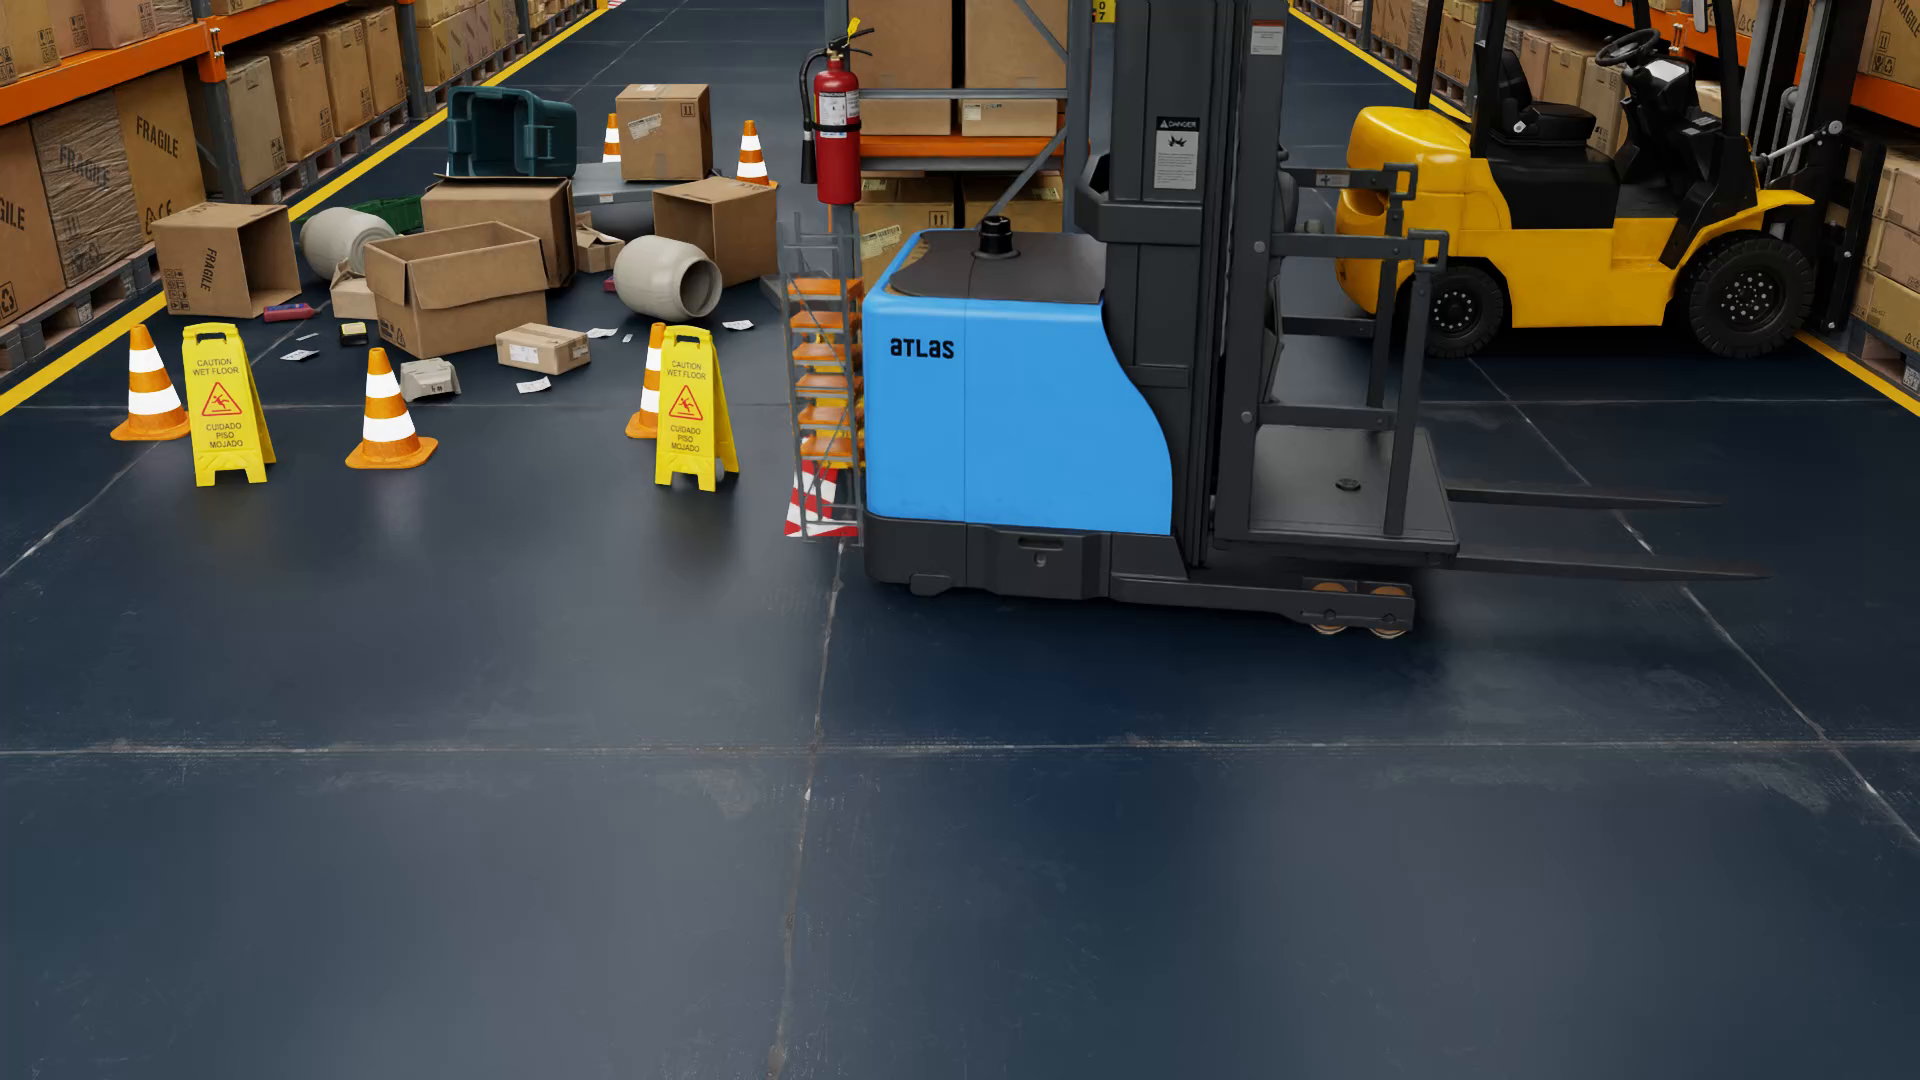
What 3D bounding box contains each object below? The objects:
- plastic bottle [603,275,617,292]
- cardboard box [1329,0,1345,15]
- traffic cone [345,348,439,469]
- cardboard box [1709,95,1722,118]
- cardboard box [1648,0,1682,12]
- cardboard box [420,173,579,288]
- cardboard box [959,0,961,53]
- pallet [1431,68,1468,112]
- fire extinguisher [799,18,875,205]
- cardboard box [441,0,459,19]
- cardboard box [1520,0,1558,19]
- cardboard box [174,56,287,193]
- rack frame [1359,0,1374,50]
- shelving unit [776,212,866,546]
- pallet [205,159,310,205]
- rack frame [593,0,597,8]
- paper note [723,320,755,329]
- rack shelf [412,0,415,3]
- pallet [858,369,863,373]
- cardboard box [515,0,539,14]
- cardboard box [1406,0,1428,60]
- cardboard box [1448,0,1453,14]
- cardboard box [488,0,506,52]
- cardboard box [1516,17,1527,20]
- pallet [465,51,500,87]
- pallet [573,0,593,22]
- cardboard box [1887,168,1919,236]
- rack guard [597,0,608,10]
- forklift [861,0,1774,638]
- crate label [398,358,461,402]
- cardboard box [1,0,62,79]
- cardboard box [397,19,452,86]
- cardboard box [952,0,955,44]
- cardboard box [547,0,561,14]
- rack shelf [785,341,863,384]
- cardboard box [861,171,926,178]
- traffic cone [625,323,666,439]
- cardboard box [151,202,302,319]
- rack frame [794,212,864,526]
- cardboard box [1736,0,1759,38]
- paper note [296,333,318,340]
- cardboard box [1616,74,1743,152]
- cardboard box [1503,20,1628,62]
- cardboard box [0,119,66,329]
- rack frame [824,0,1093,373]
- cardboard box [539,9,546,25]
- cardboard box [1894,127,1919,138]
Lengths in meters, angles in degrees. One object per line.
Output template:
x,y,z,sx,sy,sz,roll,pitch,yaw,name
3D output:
-1.911,-1.474,9.434,0.133,0.061,0.283,4,25,9,plastic bottle
4.677,-6.341,19.155,0.700,0.500,0.500,-1,24,-3,cardboard box
-2.407,-0.575,6.960,0.336,0.463,0.334,0,24,-1,traffic cone
4.601,-2.359,9.440,0.500,0.250,0.500,0,24,0,cardboard box
4.647,-3.515,10.564,0.500,0.250,0.500,0,24,1,cardboard box
-2.575,-1.727,9.293,0.797,0.637,0.503,0,24,-1,cardboard box
0.251,-2.506,7.668,0.500,0.500,0.500,-1,24,-2,cardboard box
4.900,-4.062,14.976,1.003,0.211,1.213,0,24,-1,pallet
-0.465,-1.620,6.286,0.296,0.674,0.183,0,24,-1,fire extinguisher
-4.813,-4.826,14.893,0.500,0.250,0.500,-1,24,-1,cardboard box
5.200,-4.699,14.736,0.380,0.149,0.250,0,24,1,cardboard box
-5.095,-2.711,10.824,1.050,0.750,0.750,0,24,-1,cardboard box
4.827,-6.673,17.365,1.000,3.000,0.127,0,24,-1,rack frame
-0.474,-0.574,6.041,0.258,1.200,0.189,3,23,14,shelving unit
-5.082,-2.336,11.159,1.003,0.211,1.213,0,24,-1,pallet
-5.129,-8.234,20.815,1.000,3.000,0.127,0,24,-1,rack frame
-1.161,-1.134,8.720,0.142,0.019,0.148,-9,26,-19,paper note
-5.063,-5.434,15.497,1.077,0.370,4.000,0,24,-1,rack shelf
0.020,-0.800,7.763,1.003,0.211,1.213,0,24,-1,pallet
-4.769,-5.764,17.944,0.380,0.149,0.250,1,24,2,cardboard box
4.623,-4.887,15.938,0.500,0.500,0.500,-1,24,-2,cardboard box
4.619,-4.796,14.952,0.380,0.149,0.250,-1,24,-2,cardboard box
-4.820,-5.123,16.460,0.500,0.500,0.500,-1,24,-2,cardboard box
5.160,-4.455,14.983,0.500,0.500,0.500,0,24,0,cardboard box
-5.059,-4.490,15.922,1.003,0.211,1.213,0,24,-1,pallet
-5.155,-6.597,20.580,1.003,0.211,1.213,0,24,-1,pallet
4.629,-1.521,7.587,0.500,0.250,0.500,0,24,0,cardboard box
-5.128,-7.063,21.261,1.175,0.500,0.348,0,24,-1,rack guard
1.226,-1.246,5.449,3.031,2.935,1.130,4,25,8,forklift
-2.477,-0.750,7.743,0.250,0.136,0.298,-14,28,-28,crate label
-4.959,-2.538,8.039,0.875,0.550,0.500,0,24,-1,cardboard box
-4.794,-4.282,14.602,0.500,0.500,0.500,-1,24,-3,cardboard box
-0.277,-2.730,8.163,0.500,0.500,0.500,0,24,0,cardboard box
-4.823,-6.164,19.188,0.380,0.149,0.250,-1,24,-2,cardboard box
-0.477,-0.644,6.013,0.258,0.103,0.180,3,23,14,rack shelf
-0.346,-1.760,7.632,0.380,0.149,0.250,0,24,1,cardboard box
-1.300,-0.720,7.281,0.336,0.463,0.334,0,24,-1,traffic cone
-3.955,-1.516,8.993,0.500,0.500,0.500,4,25,9,cardboard box
-0.451,-0.608,6.123,0.240,1.200,0.006,3,23,14,rack frame
4.680,-3.024,9.174,0.500,0.500,0.500,0,24,0,cardboard box
-3.355,-1.045,8.547,0.032,0.001,0.123,13,27,27,paper note
4.897,-2.701,10.954,0.875,0.625,0.625,1,24,2,cardboard box
4.863,-3.877,13.555,0.875,0.625,0.625,1,24,1,cardboard box
-5.040,-1.506,8.008,0.875,0.875,0.875,-1,24,-1,cardboard box
-0.006,-1.705,6.379,1.000,3.000,0.127,0,24,-1,rack frame
-4.771,-5.739,18.249,0.380,0.149,0.250,0,24,1,cardboard box
5.139,-1.945,8.523,0.500,0.250,0.500,-1,24,-2,cardboard box
